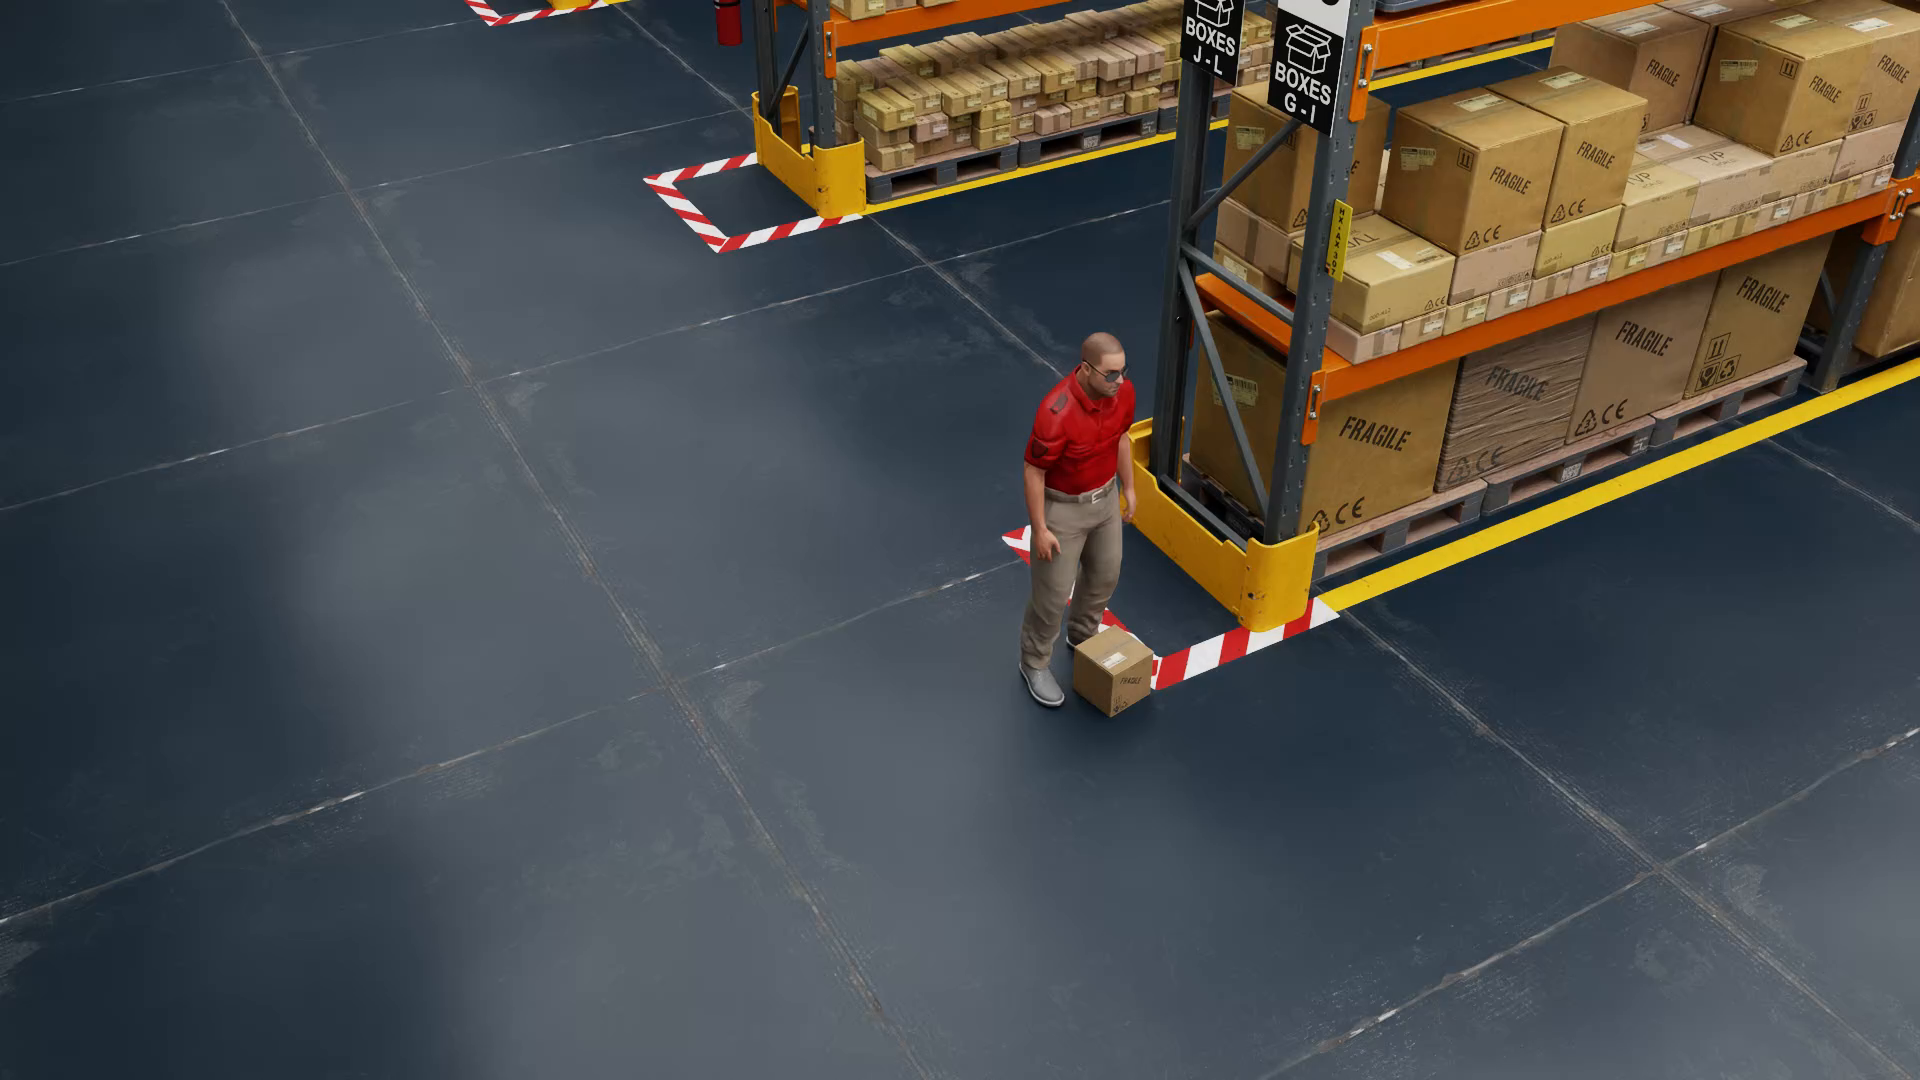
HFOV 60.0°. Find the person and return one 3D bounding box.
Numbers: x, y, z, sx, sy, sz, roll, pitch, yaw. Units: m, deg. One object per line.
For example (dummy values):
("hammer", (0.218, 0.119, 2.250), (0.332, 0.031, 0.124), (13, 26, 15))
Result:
("person", (0.513, -0.130, 7.114), (0.607, 1.728, 0.387), (-26, 44, -31))
